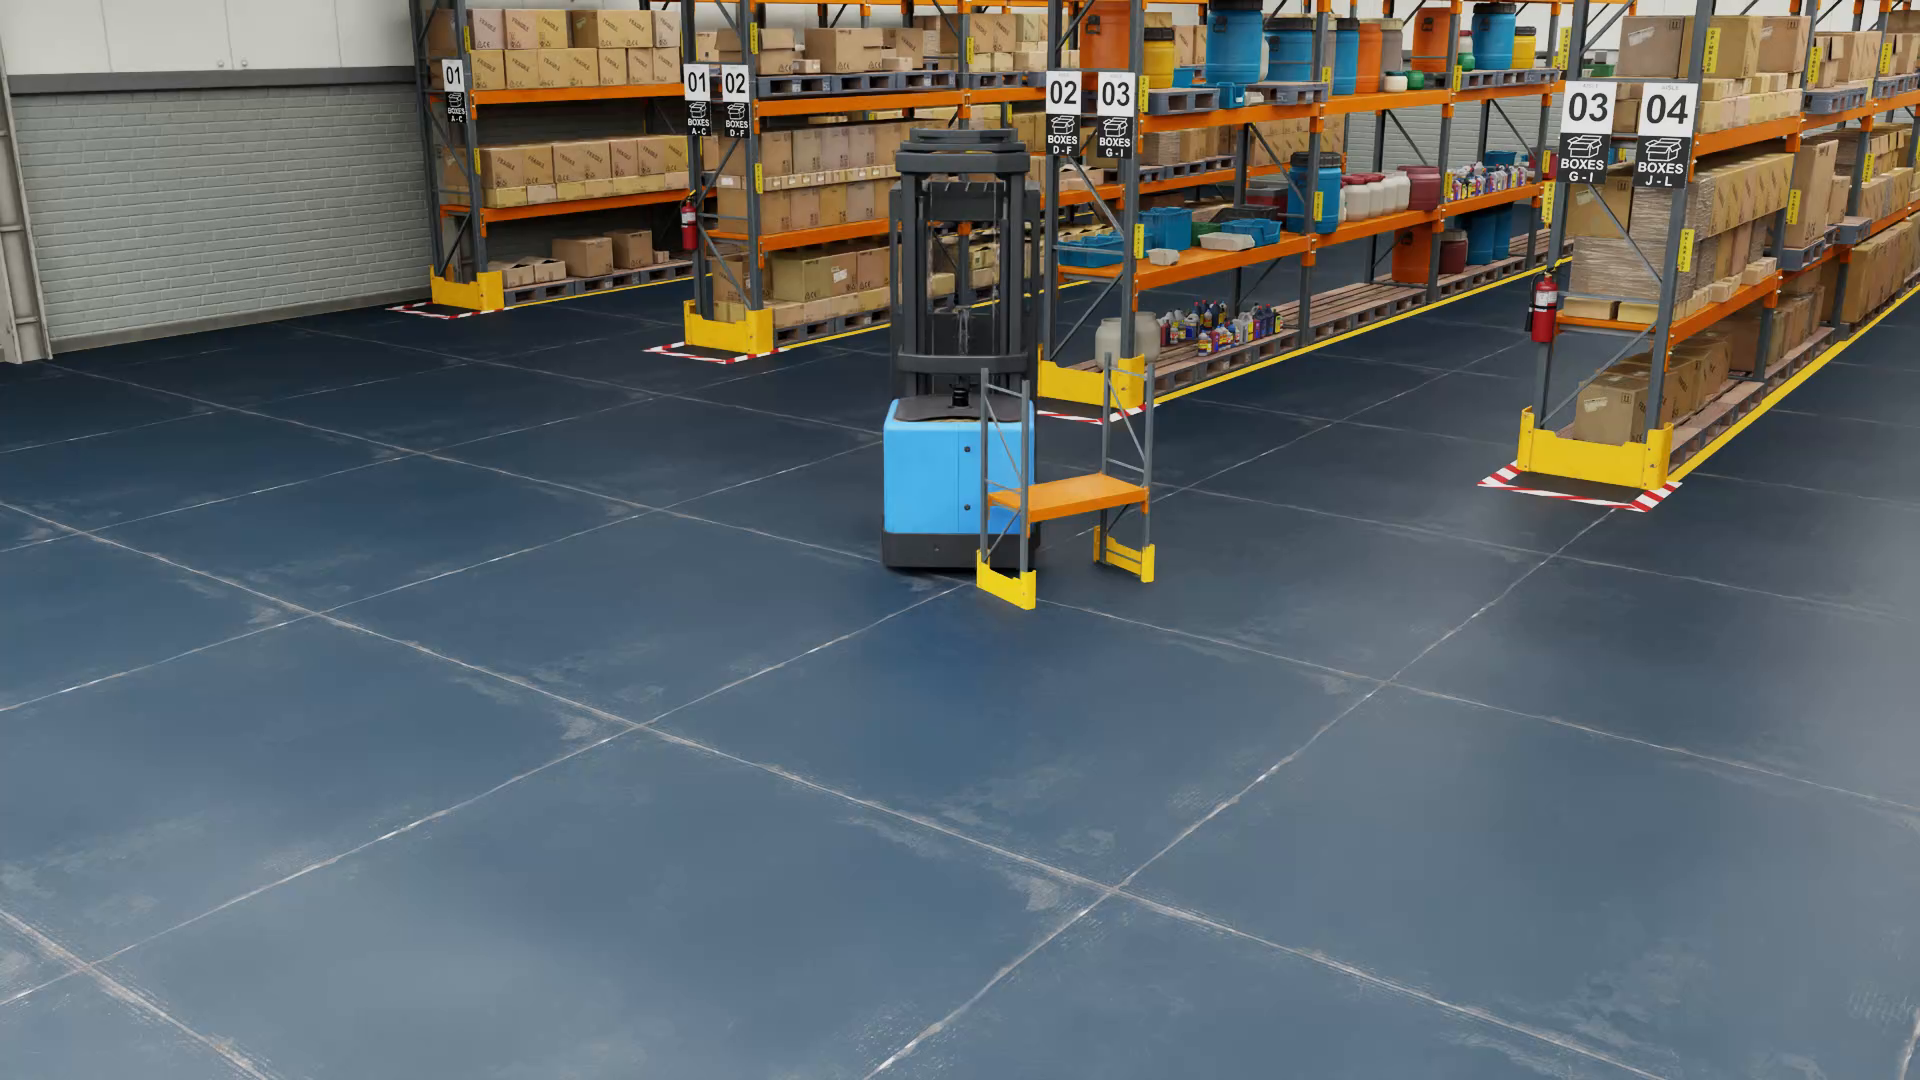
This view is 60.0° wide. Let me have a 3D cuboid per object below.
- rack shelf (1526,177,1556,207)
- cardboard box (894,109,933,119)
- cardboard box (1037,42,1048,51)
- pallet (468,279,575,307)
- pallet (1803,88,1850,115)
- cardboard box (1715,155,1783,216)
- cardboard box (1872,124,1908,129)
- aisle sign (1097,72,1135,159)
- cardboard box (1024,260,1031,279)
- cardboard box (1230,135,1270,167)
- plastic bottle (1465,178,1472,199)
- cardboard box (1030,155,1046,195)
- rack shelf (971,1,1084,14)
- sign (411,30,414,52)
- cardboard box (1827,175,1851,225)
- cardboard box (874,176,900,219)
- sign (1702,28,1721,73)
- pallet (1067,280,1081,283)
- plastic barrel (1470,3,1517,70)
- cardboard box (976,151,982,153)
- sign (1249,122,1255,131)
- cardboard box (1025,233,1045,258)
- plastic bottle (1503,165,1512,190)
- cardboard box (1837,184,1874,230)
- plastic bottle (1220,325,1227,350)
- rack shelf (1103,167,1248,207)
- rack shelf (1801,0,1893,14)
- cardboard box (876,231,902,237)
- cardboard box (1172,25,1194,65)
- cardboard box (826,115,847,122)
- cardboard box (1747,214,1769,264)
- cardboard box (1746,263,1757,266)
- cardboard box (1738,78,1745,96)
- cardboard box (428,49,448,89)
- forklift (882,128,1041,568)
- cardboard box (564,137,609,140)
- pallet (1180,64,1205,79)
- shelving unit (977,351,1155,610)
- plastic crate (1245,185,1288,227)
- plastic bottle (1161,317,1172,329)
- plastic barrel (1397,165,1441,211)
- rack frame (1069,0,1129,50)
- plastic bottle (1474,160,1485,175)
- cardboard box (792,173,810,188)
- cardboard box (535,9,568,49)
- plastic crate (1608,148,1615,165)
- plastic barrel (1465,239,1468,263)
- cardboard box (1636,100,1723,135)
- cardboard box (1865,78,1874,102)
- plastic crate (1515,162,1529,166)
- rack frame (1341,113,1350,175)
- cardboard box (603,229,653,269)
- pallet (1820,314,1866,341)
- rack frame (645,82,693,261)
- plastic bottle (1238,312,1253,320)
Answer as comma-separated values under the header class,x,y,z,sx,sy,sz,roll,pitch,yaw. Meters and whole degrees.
class,x,y,z,sx,sy,sz,roll,pitch,yaw
rack shelf,9.617,-5.822,27.148,1.077,0.370,4.000,12,21,35
cardboard box,-0.822,-7.355,28.903,0.500,0.250,0.500,13,21,35
cardboard box,1.408,-9.286,31.407,0.500,0.250,0.500,12,21,34
pallet,-6.123,-3.456,23.016,1.003,0.211,1.213,12,21,35
pallet,8.090,-4.380,16.549,1.213,0.211,1.003,12,21,35
cardboard box,7.293,-3.301,15.460,0.500,0.500,0.500,12,21,35
cardboard box,13.682,-5.885,24.625,0.500,0.500,0.500,12,21,33
aisle sign,1.468,-4.004,15.696,0.394,0.787,0.004,12,21,35
cardboard box,0.735,-3.845,23.497,0.500,0.250,0.500,12,21,33
cardboard box,4.972,-6.687,28.550,0.500,0.500,0.500,13,22,36
plastic bottle,7.089,-4.916,23.213,0.061,0.283,0.133,12,21,35
cardboard box,1.080,-5.258,23.950,0.500,0.500,0.500,11,20,32
rack shelf,1.661,-10.247,31.955,1.077,0.370,4.000,12,21,35
sign,-7.115,-6.540,21.696,0.100,0.325,0.005,12,21,35
cardboard box,9.478,-3.824,18.622,0.500,0.500,0.700,-16,24,-42
cardboard box,-1.187,-4.356,21.043,0.700,0.500,0.500,13,21,35
sign,5.689,-3.710,12.602,0.100,0.325,0.005,12,21,35
pallet,1.545,-4.092,25.065,1.003,0.211,1.213,12,21,35
plastic barrel,7.532,-7.128,23.529,0.600,0.901,0.708,12,21,35
cardboard box,0.173,-7.081,30.378,0.380,0.149,0.250,13,22,36
sign,4.898,-7.021,27.844,0.100,0.325,0.005,12,21,35
cardboard box,1.044,-4.236,23.810,0.500,0.311,0.500,13,22,36
plastic bottle,8.031,-5.345,24.481,0.144,0.351,0.185,12,21,35
cardboard box,10.528,-3.977,19.824,0.500,0.500,0.500,13,22,36
plastic bottle,2.870,-2.221,18.196,0.097,0.271,0.097,0,17,0
rack shelf,3.258,-5.746,26.901,1.077,0.370,4.000,12,21,35
rack shelf,11.212,-6.668,20.431,1.077,0.370,4.000,12,21,35
cardboard box,-0.845,-3.851,22.249,0.500,0.500,0.500,12,21,35
cardboard box,3.298,-7.869,26.423,0.600,0.600,0.600,11,21,33
cardboard box,-2.096,-6.968,27.619,0.380,0.149,0.250,9,20,28
cardboard box,7.319,-3.002,16.184,0.875,0.500,0.500,12,21,35
cardboard box,7.391,-2.579,15.914,0.380,0.149,0.250,12,21,35
cardboard box,6.406,-3.836,14.061,0.380,0.149,0.250,11,21,32
cardboard box,-6.635,-6.216,21.942,0.500,0.500,0.500,14,22,39
forklift,0.043,-1.591,12.427,1.130,2.935,3.031,1,17,2
cardboard box,-5.358,-5.515,23.901,0.500,0.500,0.500,13,22,36
pallet,3.389,-7.518,26.654,1.213,0.211,1.003,12,21,35
shelving unit,0.717,-0.422,11.075,1.083,1.500,0.587,-11,20,-32
plastic crate,3.702,-3.984,19.907,0.402,0.464,0.583,12,21,35
plastic bottle,2.273,-2.344,18.584,0.152,0.276,0.135,12,21,33
plastic barrel,6.009,-4.638,21.891,0.600,0.536,0.708,12,21,35
rack frame,2.067,-8.478,24.371,1.000,3.000,0.127,12,21,35
plastic bottle,7.932,-5.630,25.398,0.144,0.351,0.185,12,21,35
cardboard box,-1.989,-4.243,19.587,0.380,0.149,0.250,13,21,35
cardboard box,-5.620,-6.833,22.242,0.500,0.500,0.500,13,22,36
plastic crate,10.760,-6.575,28.198,0.616,0.435,0.499,12,21,35
plastic barrel,7.258,-4.288,24.481,0.421,0.512,0.421,0,17,0
cardboard box,5.748,-3.386,13.285,0.500,0.250,0.500,13,22,36
cardboard box,9.934,-5.066,18.694,0.500,0.250,0.500,12,21,35
plastic crate,9.222,-6.060,27.044,0.293,0.136,0.466,12,21,35
rack frame,6.833,-7.518,31.396,1.000,3.000,0.127,12,21,35
cardboard box,-4.884,-4.297,24.495,0.500,0.500,0.500,11,20,31
pallet,10.550,-2.704,20.596,1.003,0.211,1.213,12,21,35
rack frame,-4.297,-5.535,25.009,1.000,3.000,0.127,12,21,35
plastic bottle,3.258,-2.464,18.970,0.152,0.276,0.135,12,21,35
